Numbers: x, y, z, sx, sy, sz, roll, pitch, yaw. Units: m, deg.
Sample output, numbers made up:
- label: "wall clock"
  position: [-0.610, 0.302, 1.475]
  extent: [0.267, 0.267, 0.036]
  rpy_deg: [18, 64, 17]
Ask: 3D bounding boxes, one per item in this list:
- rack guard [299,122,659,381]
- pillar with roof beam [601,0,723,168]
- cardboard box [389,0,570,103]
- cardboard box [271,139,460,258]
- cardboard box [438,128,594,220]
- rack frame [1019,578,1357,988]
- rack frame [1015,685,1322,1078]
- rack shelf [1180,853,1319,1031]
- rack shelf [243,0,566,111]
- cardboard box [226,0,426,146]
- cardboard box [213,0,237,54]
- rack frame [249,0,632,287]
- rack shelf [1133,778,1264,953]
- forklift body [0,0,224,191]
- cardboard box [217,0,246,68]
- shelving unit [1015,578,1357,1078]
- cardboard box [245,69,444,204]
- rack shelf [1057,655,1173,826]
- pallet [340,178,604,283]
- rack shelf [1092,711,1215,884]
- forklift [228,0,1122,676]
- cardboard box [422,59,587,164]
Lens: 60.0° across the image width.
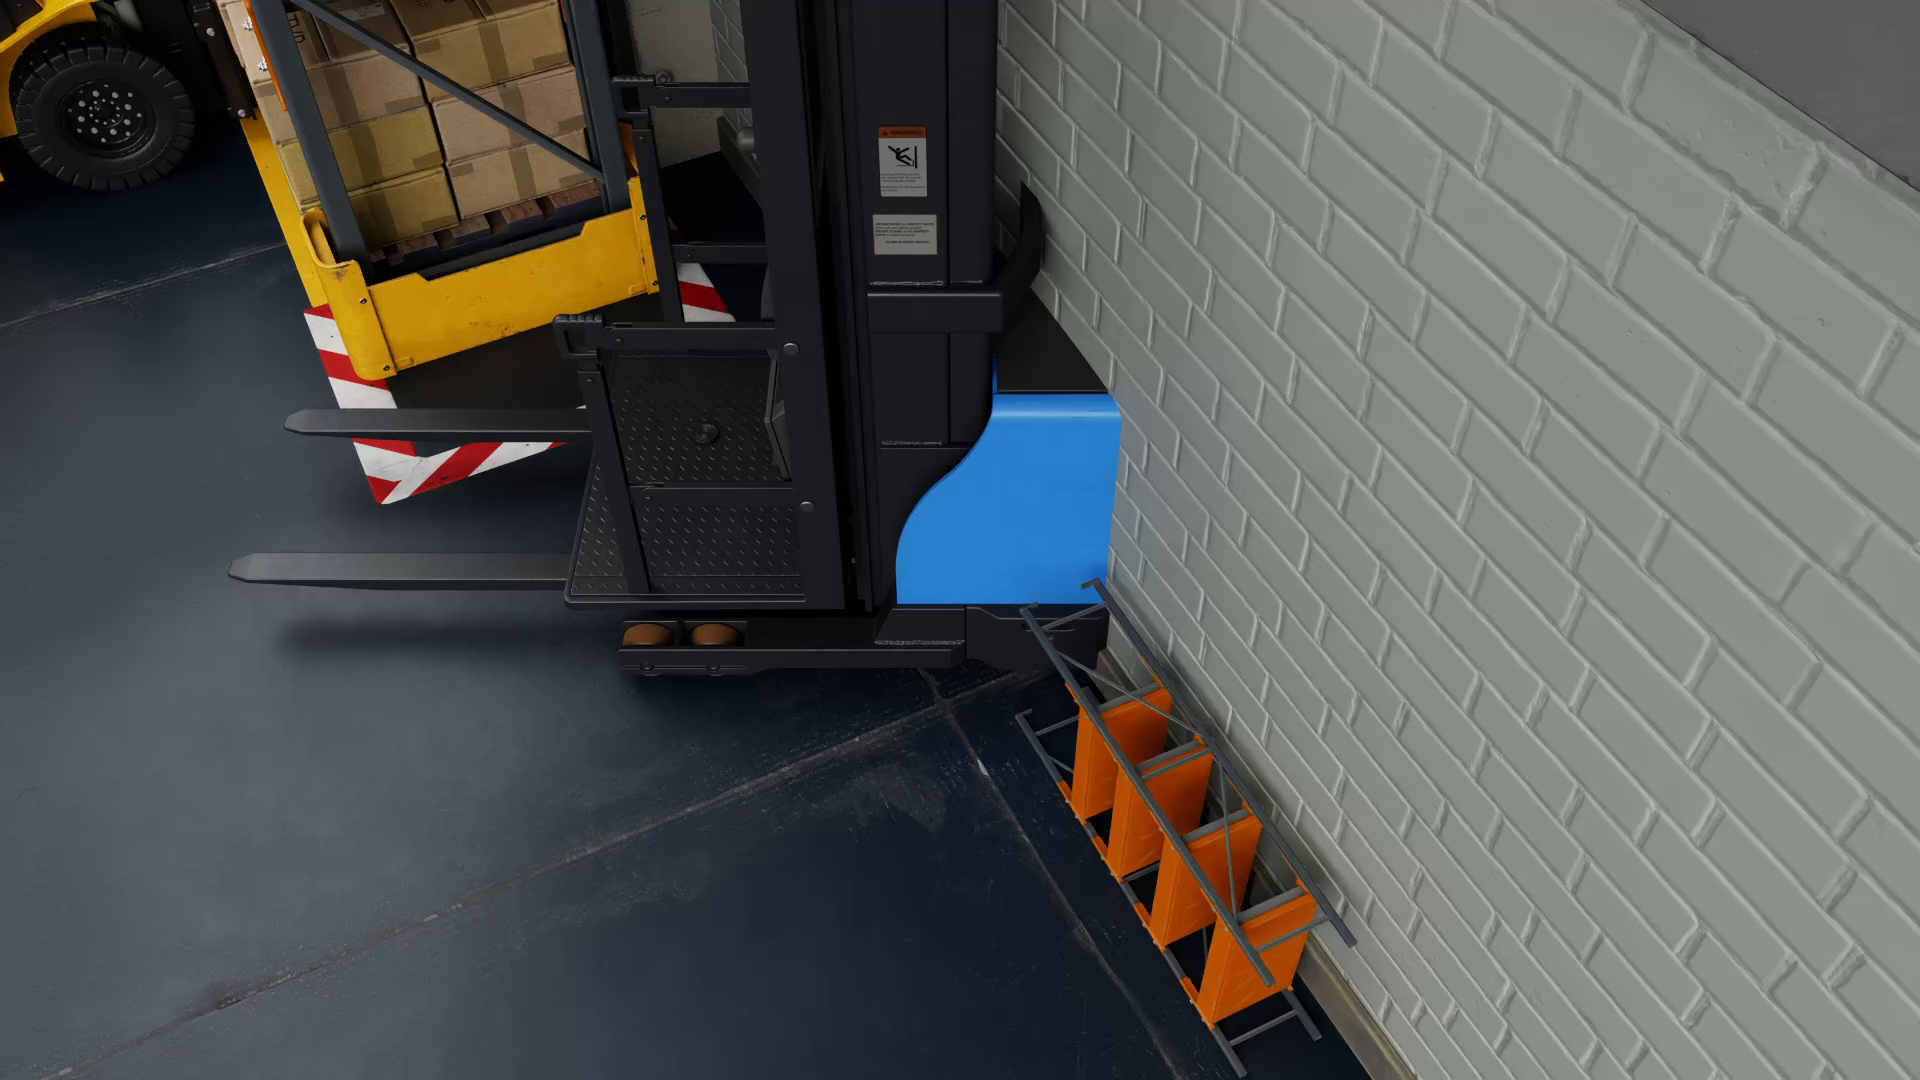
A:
- label: "rack guard"
  position: [-1.617, -1.013, 5.803]
  extent: [1.175, 0.500, 0.348]
  rpy_deg: [-21, 52, -18]
- label: "pillar with roof beam"
  position: [-4.973, -3.120, 2.001]
  extent: [9.100, 9.000, 0.400]
  rpy_deg: [-21, 52, -18]
- label: "cardboard box"
  position: [-1.680, -1.801, 5.716]
  extent: [0.500, 0.250, 0.500]
  rpy_deg: [-22, 52, -18]
- label: "cardboard box"
  position: [-2.124, -1.290, 5.933]
  extent: [0.500, 0.250, 0.500]
  rpy_deg: [-21, 52, -17]
- label: "cardboard box"
  position: [-1.679, -1.481, 6.100]
  extent: [0.500, 0.250, 0.500]
  rpy_deg: [-21, 52, -17]
- label: "rack frame"
  position: [0.530, 0.552, 4.100]
  extent: [0.240, 0.015, 1.200]
  rpy_deg: [-20, 52, -17]
- label: "rack frame"
  position: [0.530, 0.873, 4.468]
  extent: [0.240, 0.015, 1.200]
  rpy_deg: [-20, 52, -17]
- label: "rack shelf"
  position: [0.704, 0.978, 4.052]
  extent: [0.258, 0.480, 0.148]
  rpy_deg: [-20, 52, -17]
- label: "rack shelf"
  position: [-2.543, -2.953, 6.318]
  extent: [1.077, 0.370, 4.000]
  rpy_deg: [-21, 52, -18]
- label: "cardboard box"
  position: [-2.116, -1.614, 5.553]
  extent: [0.500, 0.250, 0.500]
  rpy_deg: [-20, 52, -16]
- label: "cardboard box"
  position: [-2.604, -2.145, 6.349]
  extent: [0.500, 0.250, 0.500]
  rpy_deg: [-22, 52, -18]
- label: "rack frame"
  position: [-1.628, -1.852, 4.877]
  extent: [1.000, 3.000, 0.127]
  rpy_deg: [-21, 52, -18]
- label: "rack shelf"
  position: [0.599, 0.818, 4.192]
  extent: [0.258, 0.480, 0.148]
  rpy_deg: [-20, 52, -17]
- label: "forklift body"
  position: [-4.118, -2.213, 5.757]
  extent: [2.313, 2.155, 1.214]
  rpy_deg: [-21, 52, -18]
- label: "cardboard box"
  position: [-2.355, -1.954, 5.850]
  extent: [0.500, 0.250, 0.500]
  rpy_deg: [-20, 52, -17]
- label: "shelving unit"
  position: [0.530, 0.712, 4.284]
  extent: [0.258, 0.503, 1.200]
  rpy_deg: [-20, 52, -17]
- label: "cardboard box"
  position: [-2.129, -1.467, 5.756]
  extent: [0.500, 0.250, 0.500]
  rpy_deg: [-22, 52, -18]
- label: "rack shelf"
  position: [0.413, 0.533, 4.441]
  extent: [0.258, 0.480, 0.148]
  rpy_deg: [-20, 52, -17]
- label: "pallet"
  position: [-2.015, -1.431, 6.361]
  extent: [1.003, 0.211, 1.213]
  rpy_deg: [-21, 52, -18]
- label: "rack shelf"
  position: [0.501, 0.667, 4.324]
  extent: [0.258, 0.480, 0.148]
  rpy_deg: [-20, 52, -17]
- label: "forklift"
  position: [-0.630, -0.965, 4.147]
  extent: [3.031, 2.935, 1.130]
  rpy_deg: [0, 49, 0]
- label: "cardboard box"
  position: [-1.658, -1.635, 5.903]
  extent: [0.500, 0.250, 0.500]
  rpy_deg: [-20, 52, -17]
